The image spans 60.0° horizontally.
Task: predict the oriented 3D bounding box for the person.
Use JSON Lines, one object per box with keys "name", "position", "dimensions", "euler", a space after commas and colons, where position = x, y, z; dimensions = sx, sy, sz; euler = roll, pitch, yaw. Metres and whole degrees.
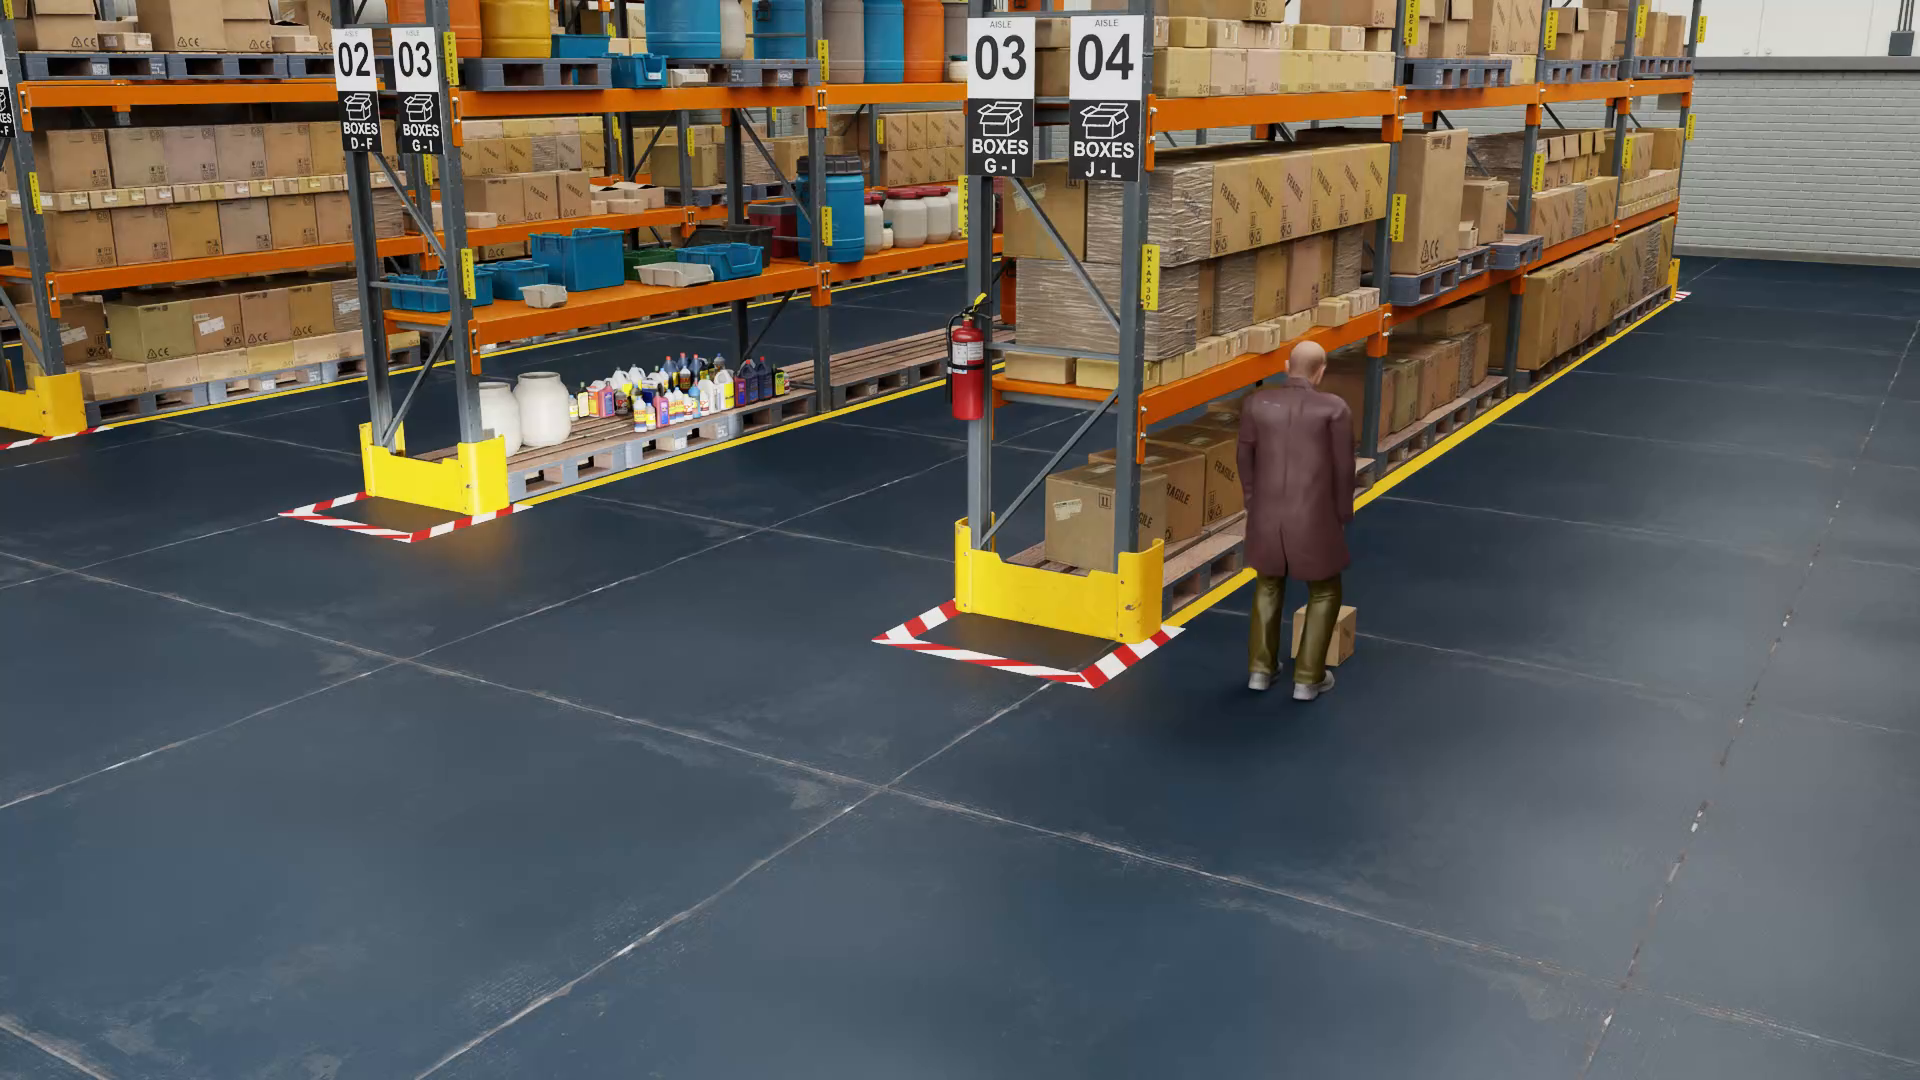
{"name": "person", "position": [1.607, -0.095, 8.036], "dimensions": [0.595, 1.710, 0.448], "euler": [10, 19, 31]}
